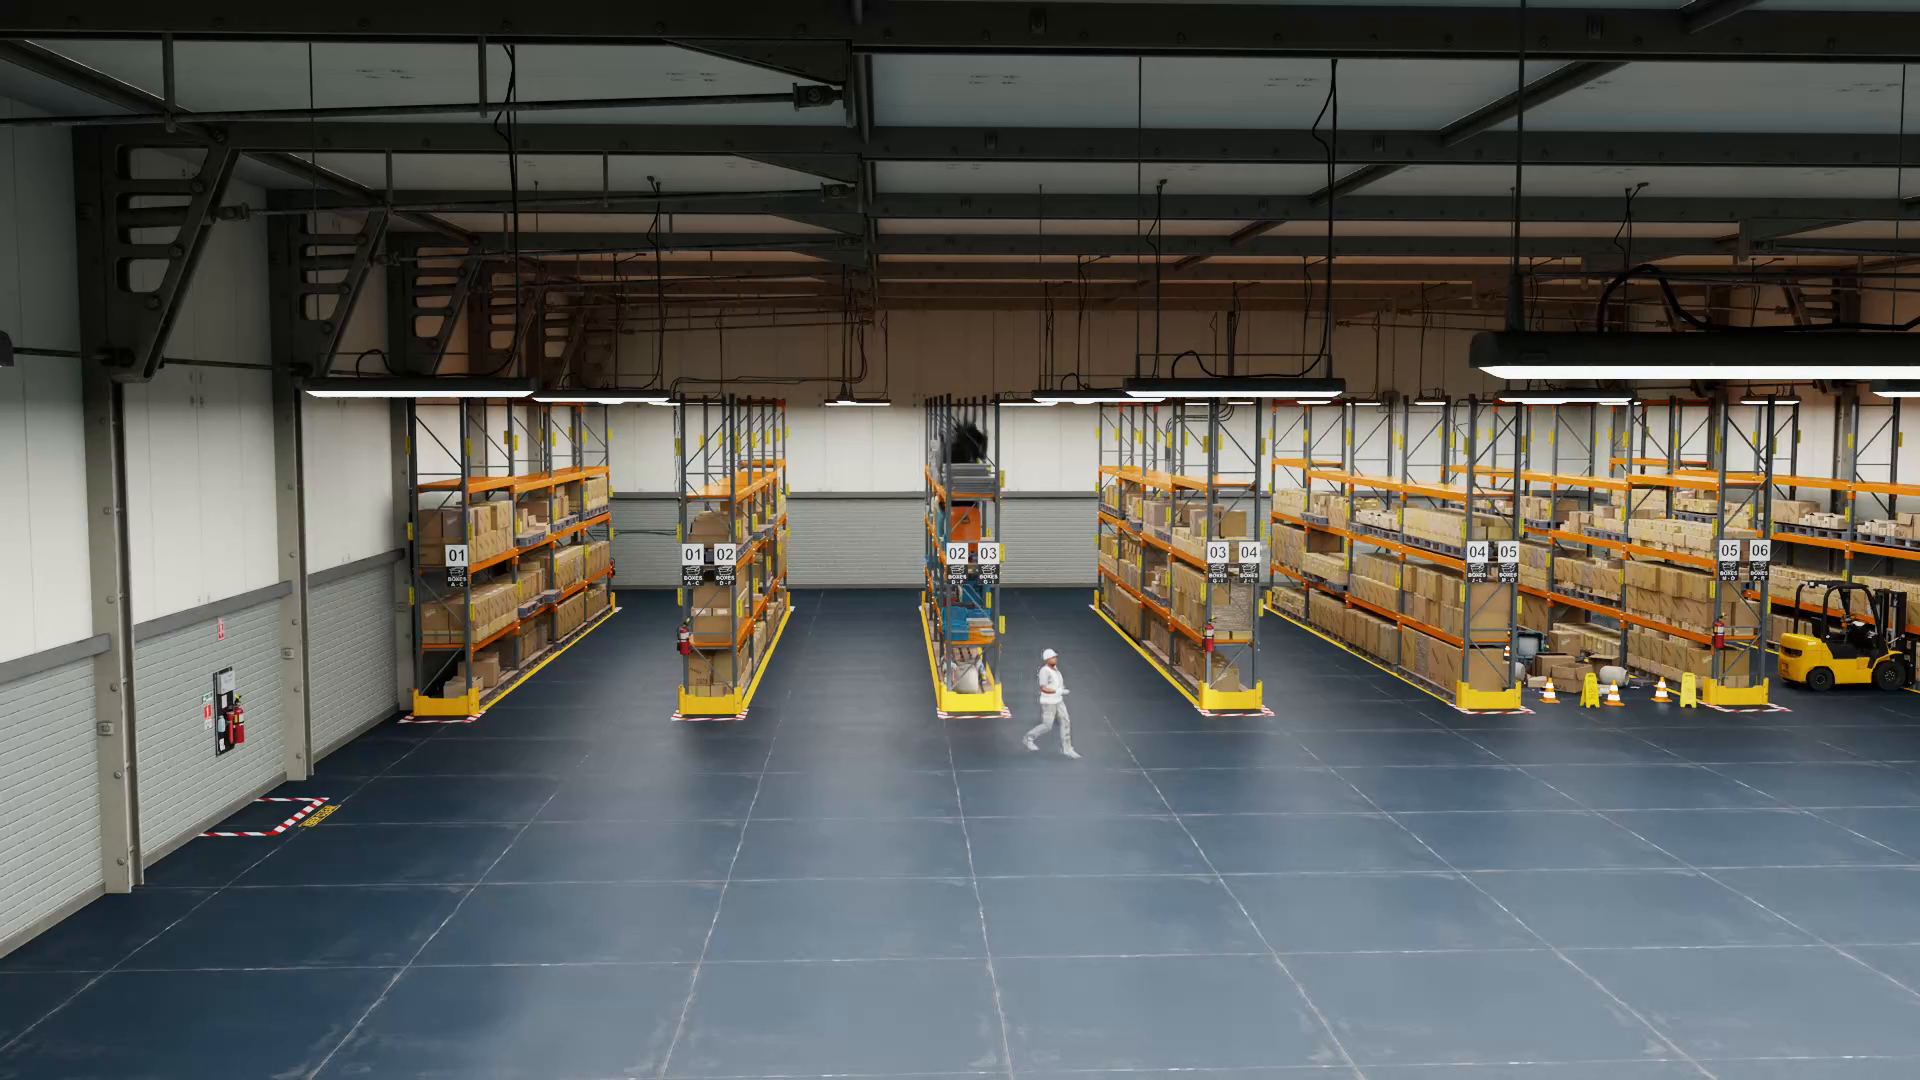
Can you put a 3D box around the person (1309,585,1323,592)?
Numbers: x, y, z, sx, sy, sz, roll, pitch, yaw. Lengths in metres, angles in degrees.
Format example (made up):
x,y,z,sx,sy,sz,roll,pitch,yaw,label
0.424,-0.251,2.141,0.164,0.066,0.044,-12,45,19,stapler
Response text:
x,y,z,sx,sy,sz,roll,pitch,yaw,label
10.318,1.061,48.620,0.555,1.649,0.668,4,6,40,person

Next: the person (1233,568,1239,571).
x,y,z,sx,sy,sz,roll,pitch,yaw,label
7.602,1.128,47.466,0.712,1.720,0.514,3,6,37,person

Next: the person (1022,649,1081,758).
x,y,z,sx,sy,sz,roll,pitch,yaw,label
1.509,2.677,27.329,0.990,1.785,0.694,2,5,25,person
